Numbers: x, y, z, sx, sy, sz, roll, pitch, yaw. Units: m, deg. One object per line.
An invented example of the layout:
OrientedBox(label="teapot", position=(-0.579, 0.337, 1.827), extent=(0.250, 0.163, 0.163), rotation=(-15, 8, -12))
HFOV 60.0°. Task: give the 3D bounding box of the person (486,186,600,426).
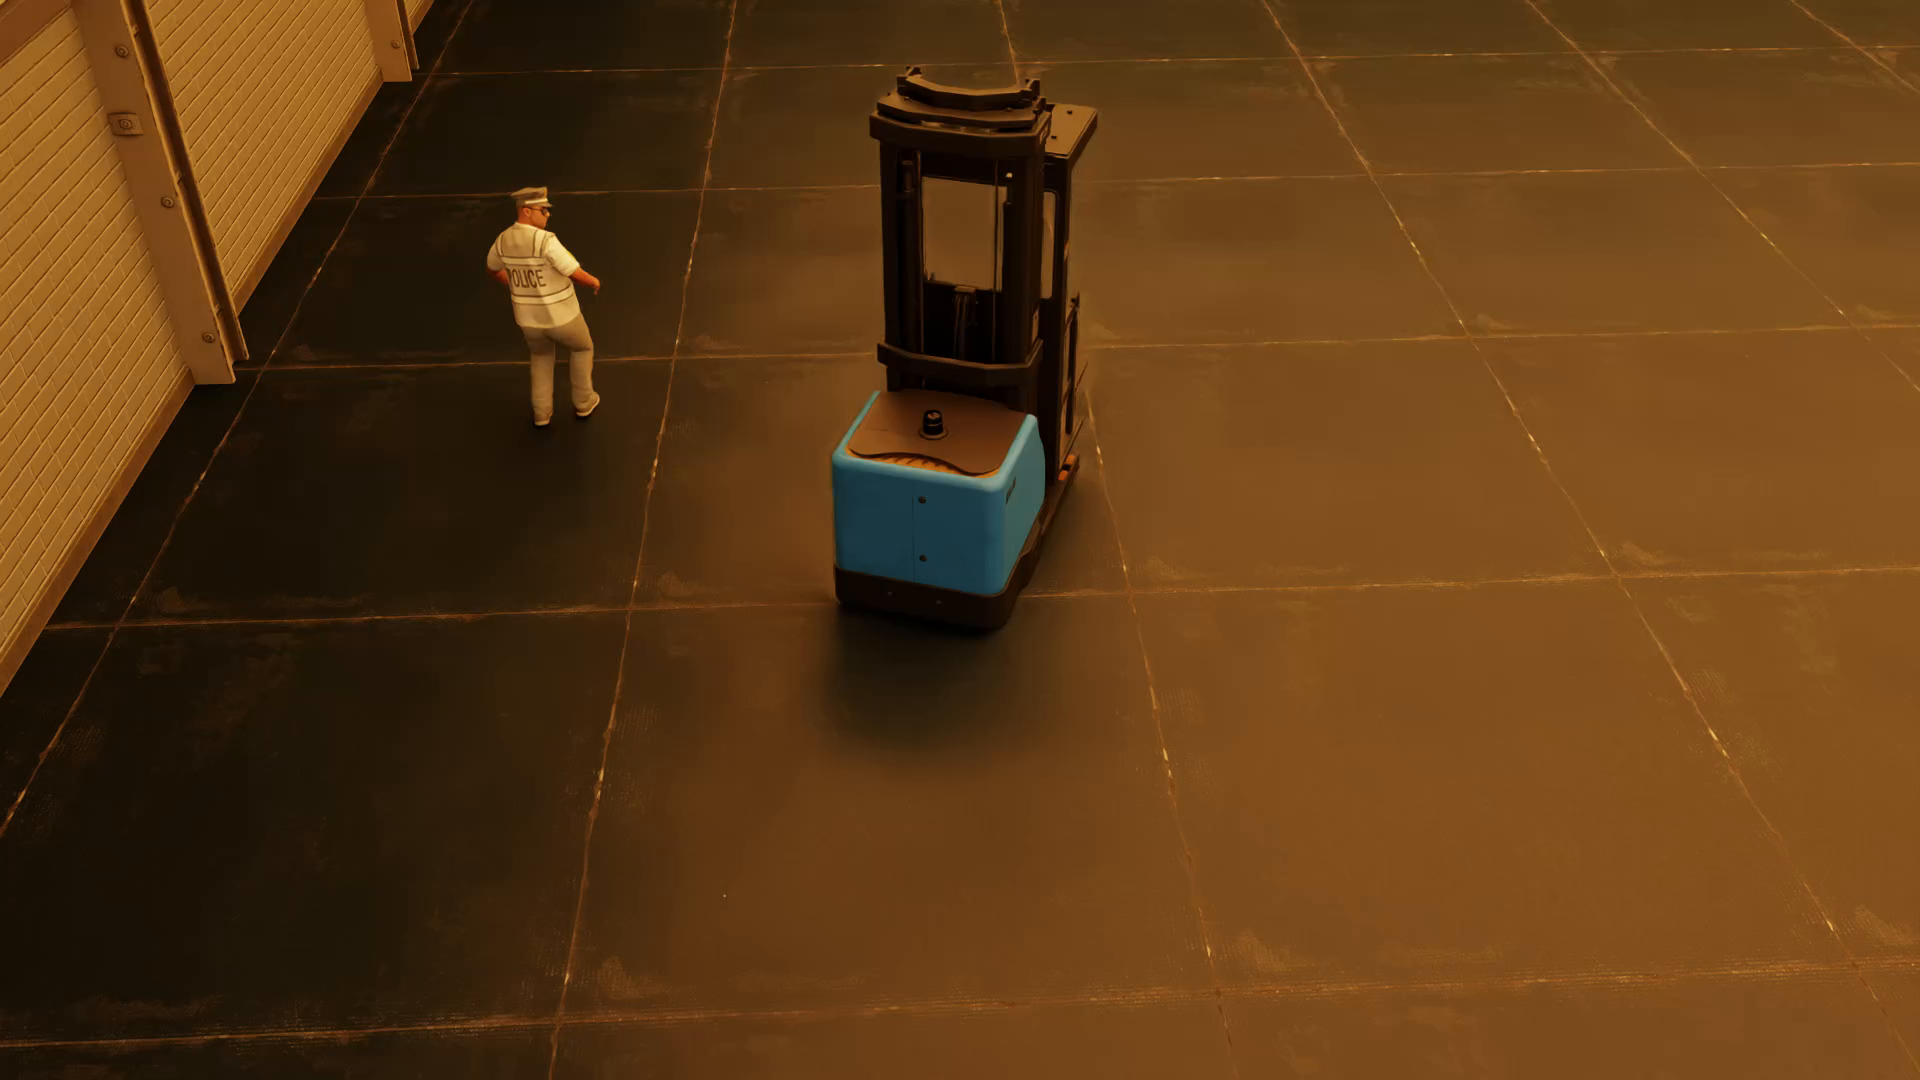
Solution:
OrientedBox(label="person", position=(-2.797, -1.575, 11.241), extent=(0.771, 1.711, 0.573), rotation=(8, 37, 11))

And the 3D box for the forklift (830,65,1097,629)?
OrientedBox(label="forklift", position=(0.163, -1.534, 10.117), extent=(1.130, 2.935, 3.031), rotation=(10, 37, 13))
